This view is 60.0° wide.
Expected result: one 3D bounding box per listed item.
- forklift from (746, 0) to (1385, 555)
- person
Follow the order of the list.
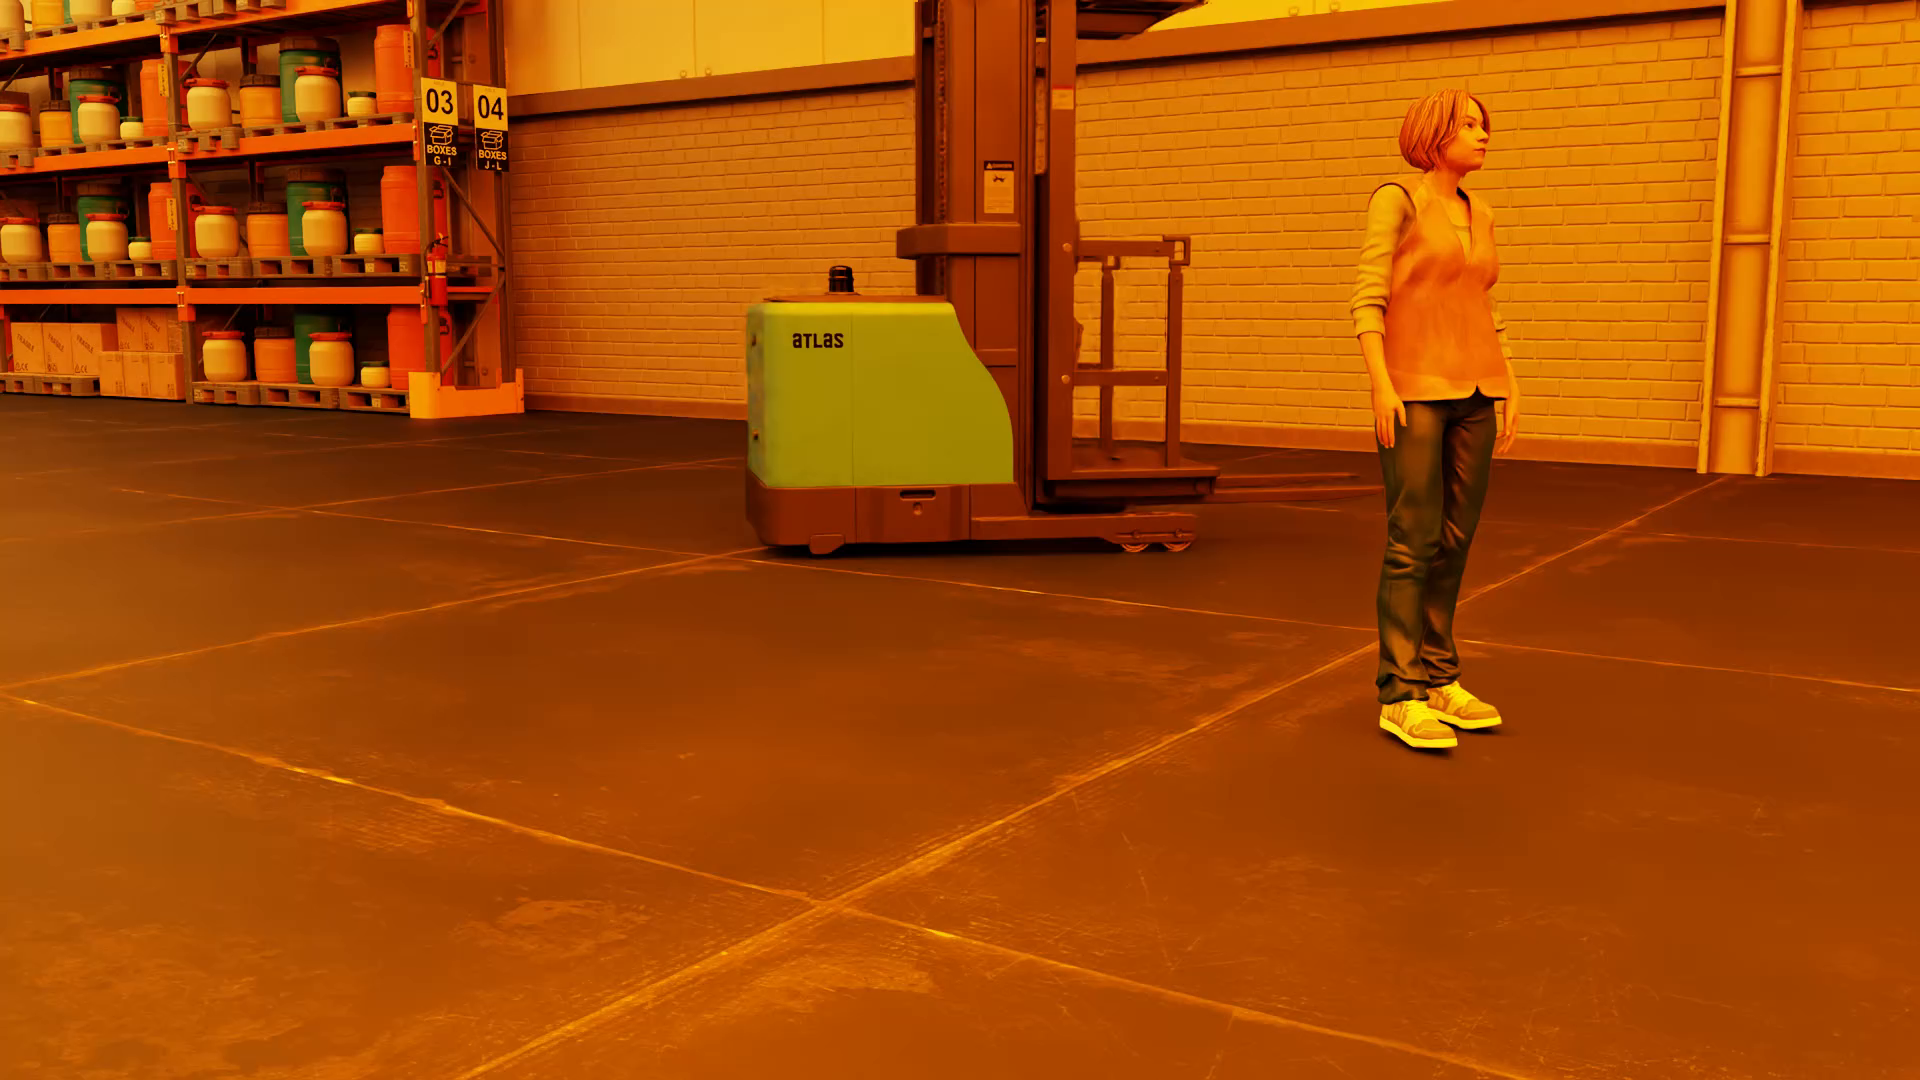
[{"bbox_3d":[0.565,-1.471,7.538,3.031,2.935,1.130,-2,8,-12],"label":"forklift"},{"bbox_3d":[1.238,-0.321,4.143,0.519,1.598,0.474,-5,9,-30],"label":"person"}]
